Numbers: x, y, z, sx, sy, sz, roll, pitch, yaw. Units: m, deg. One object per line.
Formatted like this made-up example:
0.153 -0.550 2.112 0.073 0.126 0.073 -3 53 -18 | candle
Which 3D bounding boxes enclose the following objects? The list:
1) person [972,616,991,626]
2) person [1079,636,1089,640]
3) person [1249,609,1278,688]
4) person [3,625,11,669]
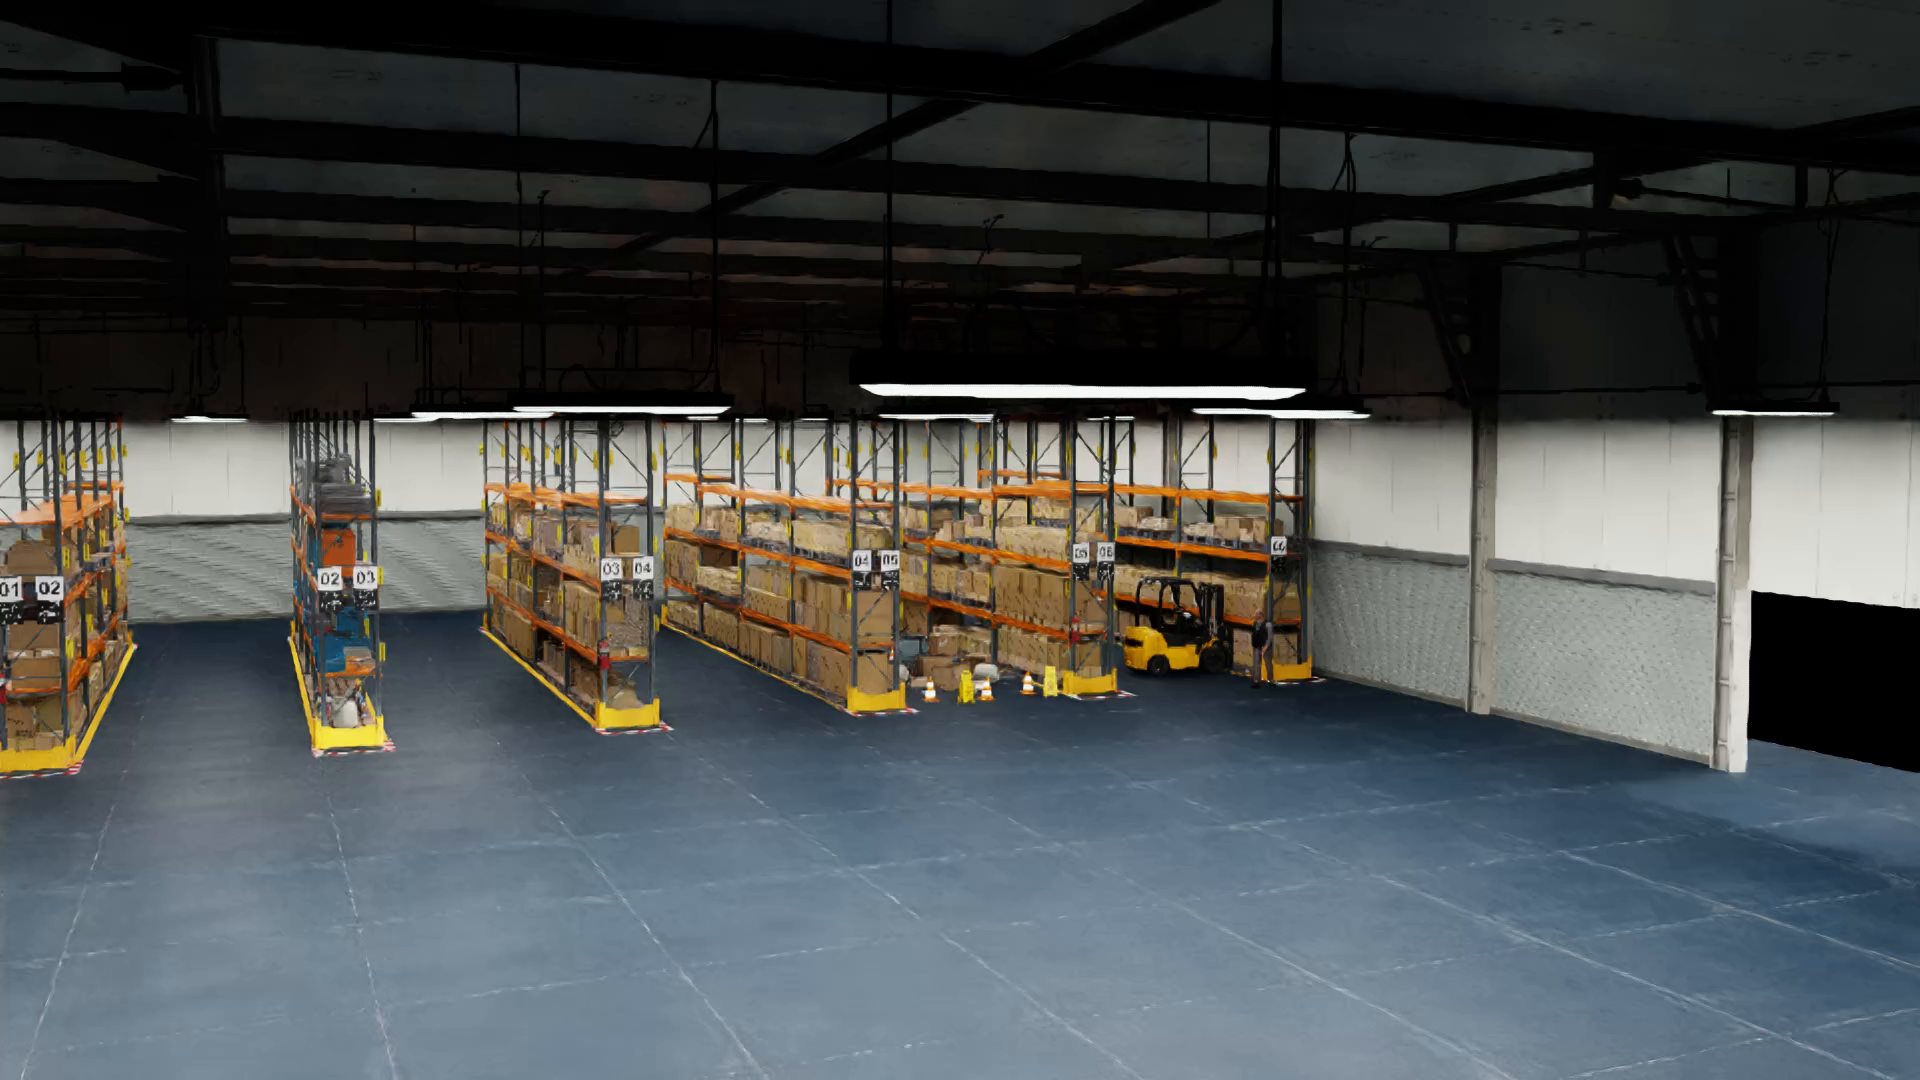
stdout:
0.628 1.588 47.144 0.558 1.638 0.571 0 4 -1 | person
2.922 1.959 40.821 0.629 1.773 0.678 0 4 6 | person
6.573 2.346 36.120 0.551 1.711 0.701 3 5 38 | person
-21.952 2.215 38.585 0.592 1.629 0.526 -2 4 -25 | person
